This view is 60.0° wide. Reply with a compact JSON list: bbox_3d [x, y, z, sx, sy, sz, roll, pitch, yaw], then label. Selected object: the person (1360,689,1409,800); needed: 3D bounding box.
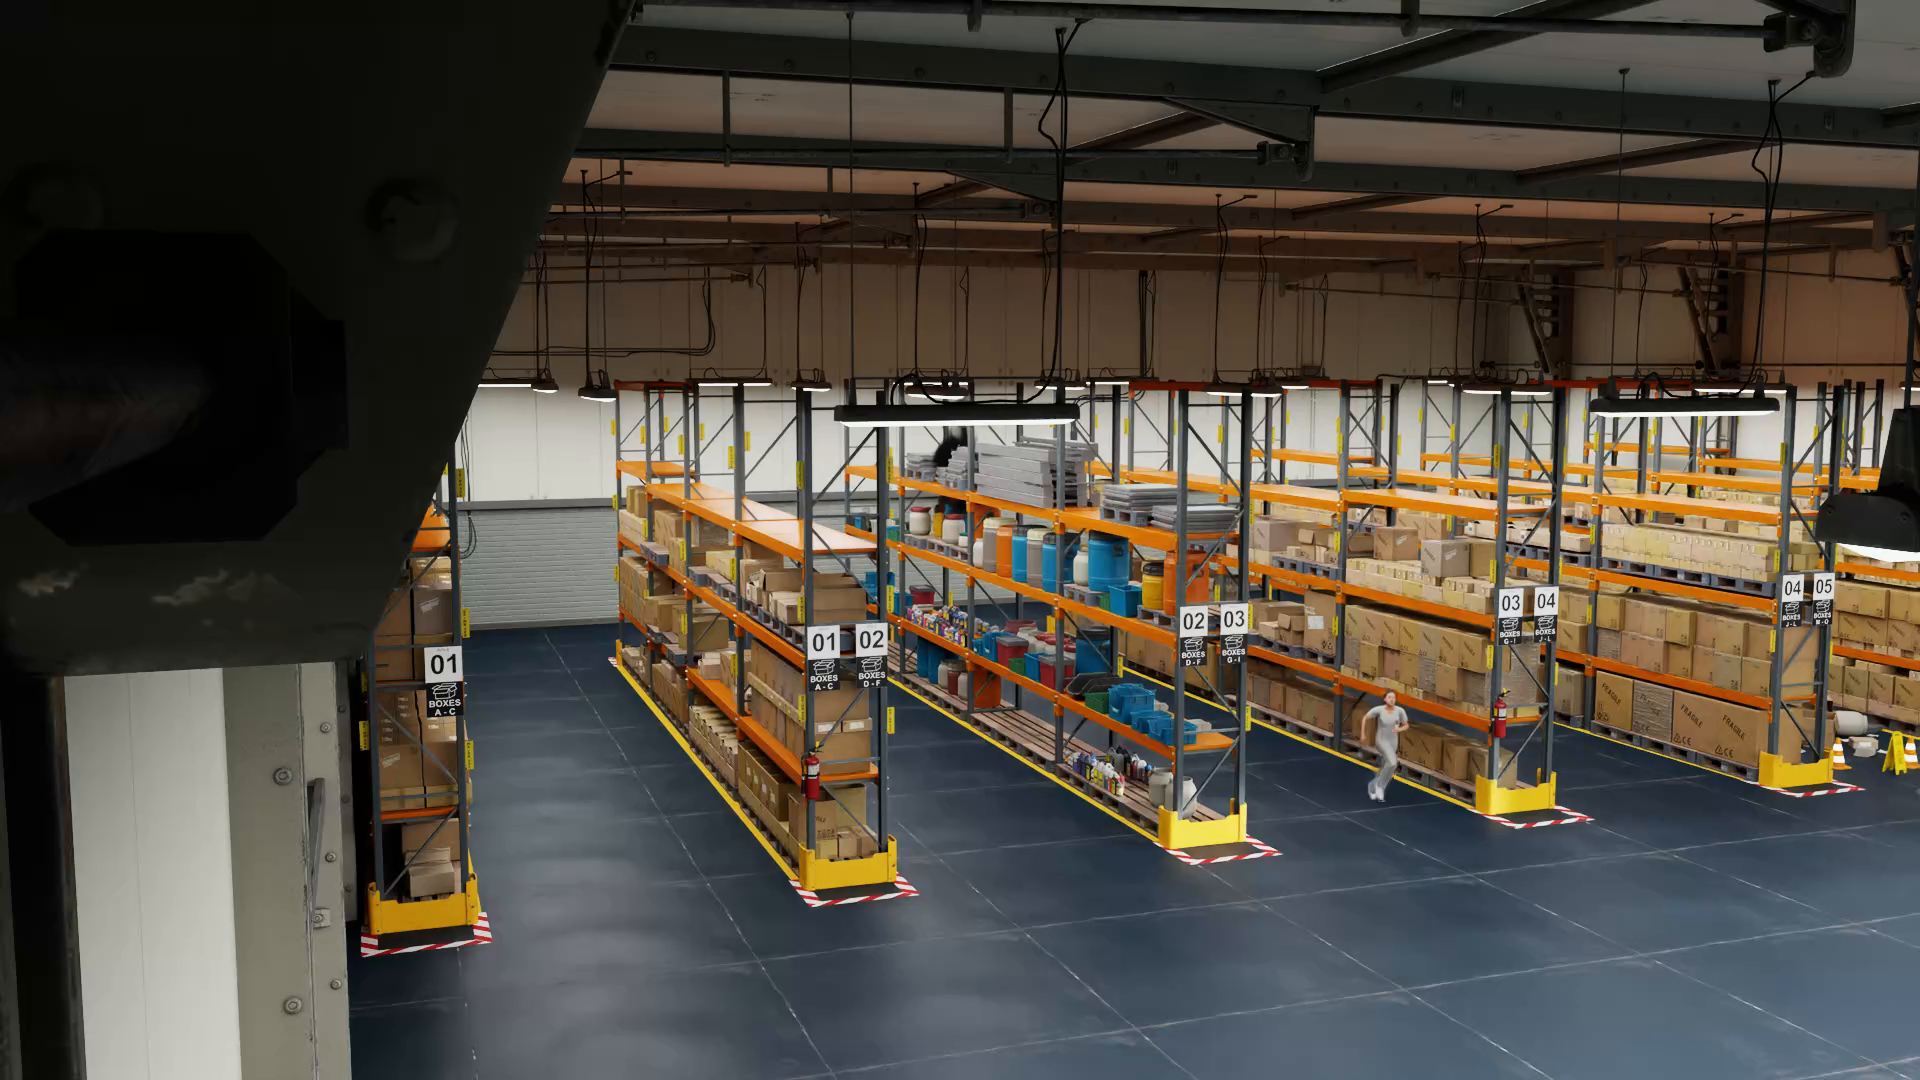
[{"bbox_3d":[6.176,2.963,24.154,0.624,1.626,0.535,-2,6,-19],"label":"person"}]
